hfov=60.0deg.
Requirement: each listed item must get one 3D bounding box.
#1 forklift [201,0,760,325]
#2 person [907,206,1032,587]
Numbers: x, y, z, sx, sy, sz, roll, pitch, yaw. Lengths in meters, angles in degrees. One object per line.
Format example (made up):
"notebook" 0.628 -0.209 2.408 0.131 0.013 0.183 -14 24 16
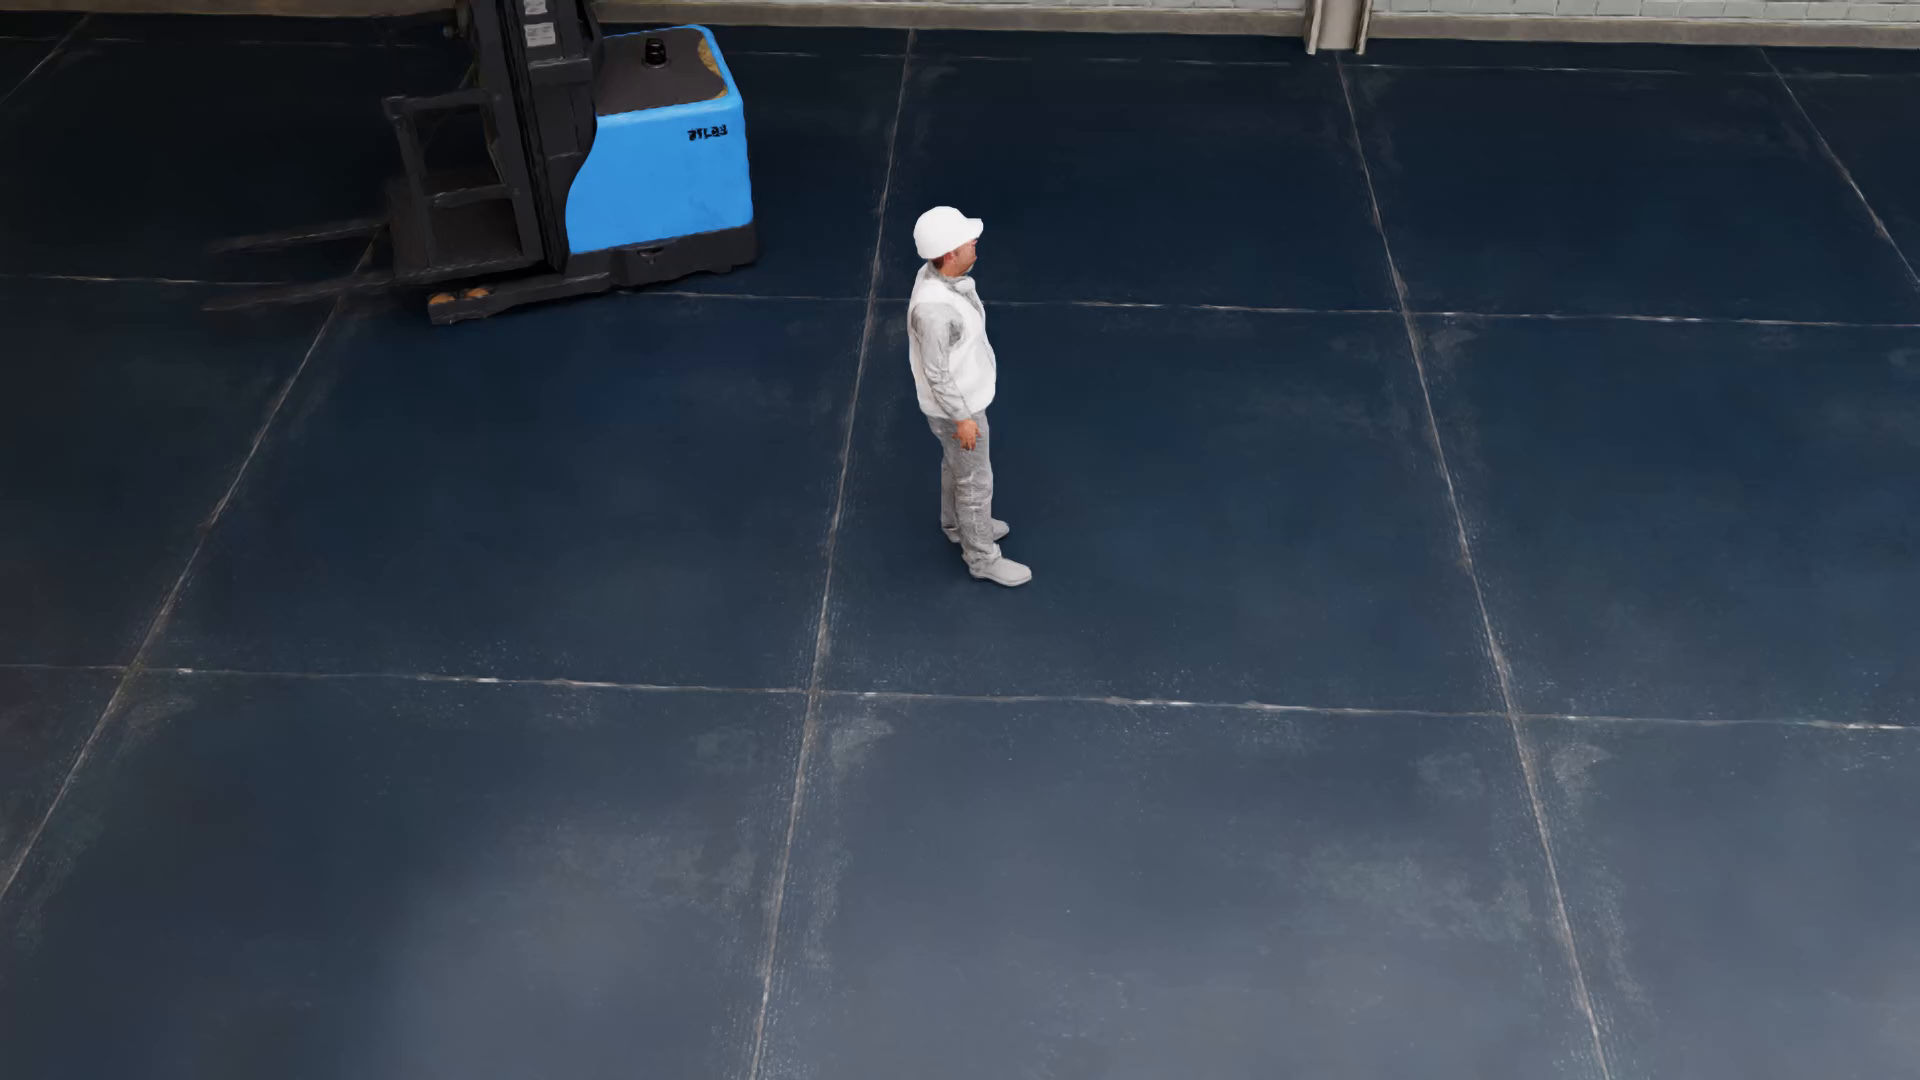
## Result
"forklift" -2.736 -2.673 8.671 3.031 2.935 1.130 -12 44 -13
"person" 0.062 -0.653 7.305 0.567 1.773 0.632 2 42 2
